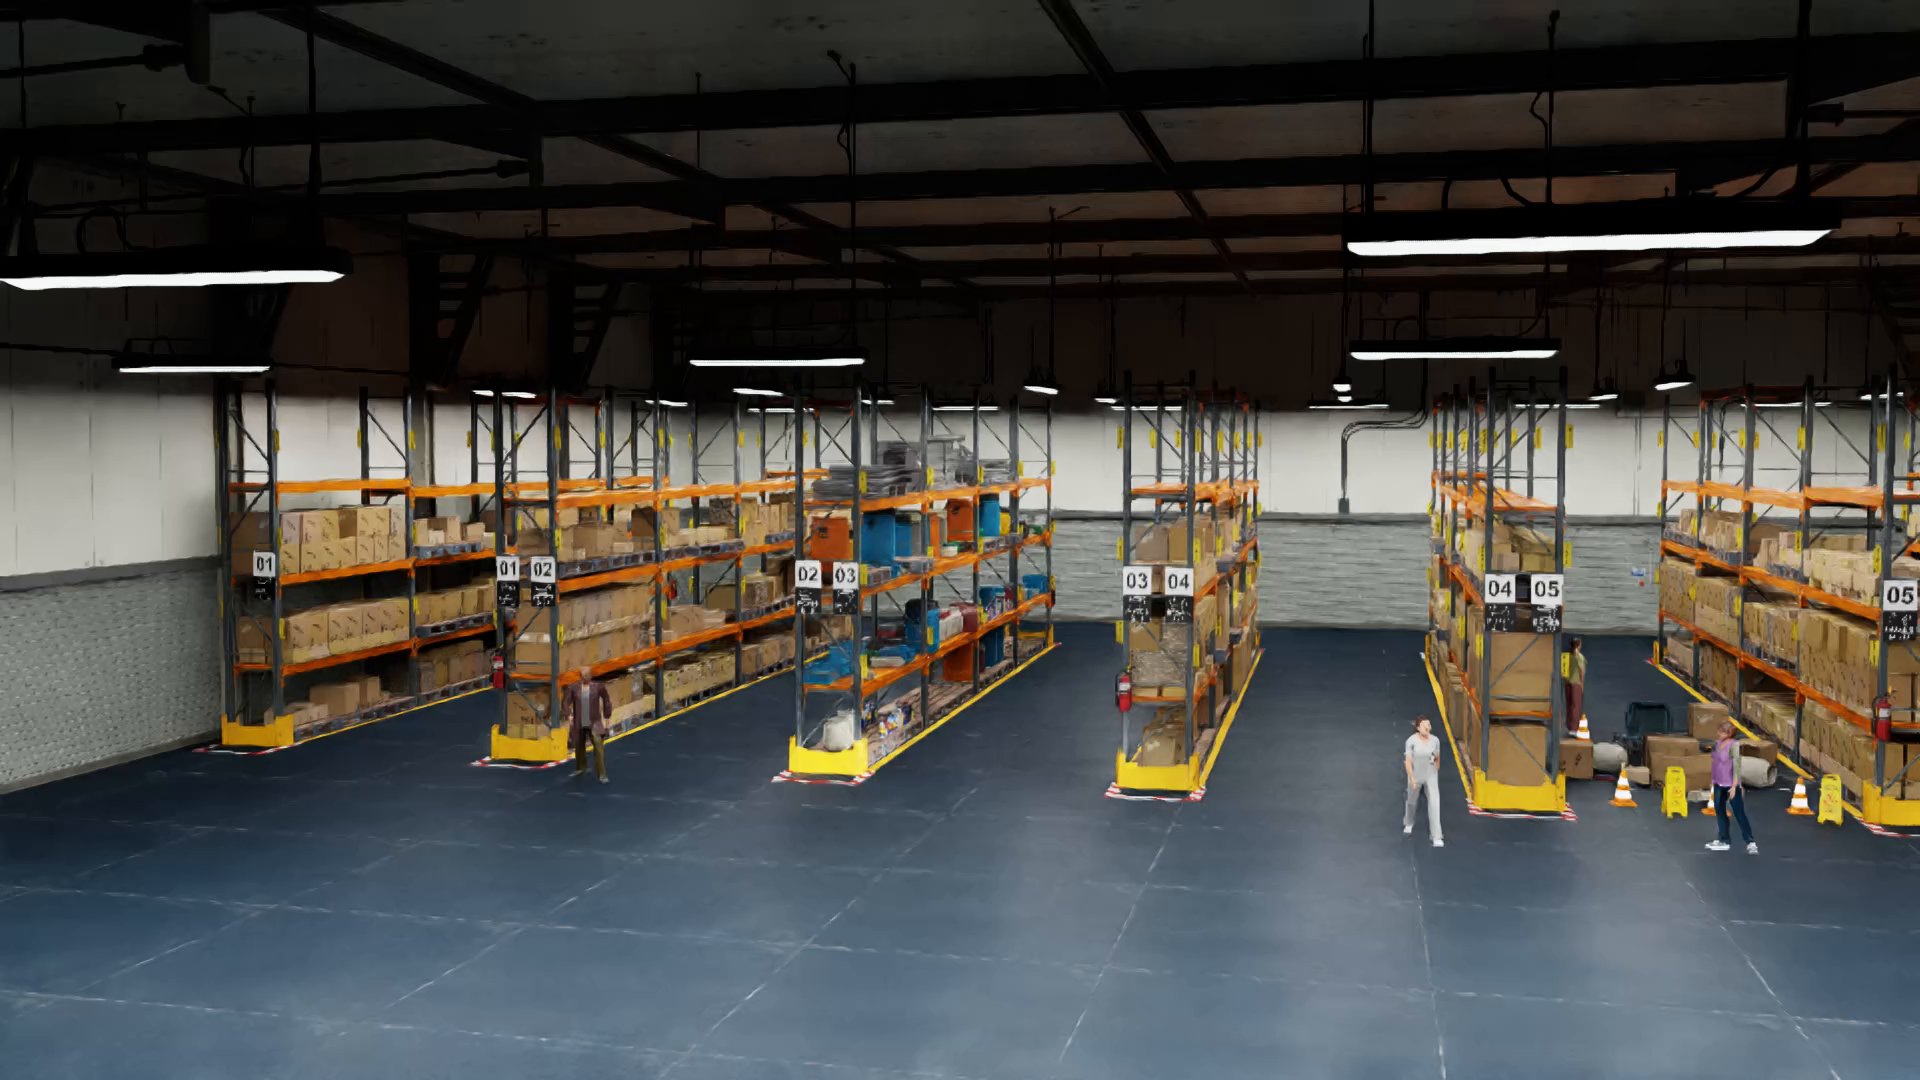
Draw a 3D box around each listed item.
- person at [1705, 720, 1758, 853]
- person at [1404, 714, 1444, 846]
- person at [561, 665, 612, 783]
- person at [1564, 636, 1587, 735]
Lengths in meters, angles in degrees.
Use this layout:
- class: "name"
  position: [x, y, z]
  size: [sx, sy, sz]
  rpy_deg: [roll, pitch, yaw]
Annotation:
- class: "person"
  position: [9.437, 2.996, 20.267]
  size: [0.456, 1.591, 0.603]
  rpy_deg: [-1, 4, -13]
- class: "person"
  position: [5.744, 2.948, 20.667]
  size: [0.466, 1.588, 1.081]
  rpy_deg: [0, 3, 4]
- class: "person"
  position: [-5.454, 2.672, 24.352]
  size: [0.723, 1.713, 0.884]
  rpy_deg: [0, 3, -3]
- class: "person"
  position: [10.485, 2.457, 28.251]
  size: [0.441, 1.675, 0.498]
  rpy_deg: [-1, 4, -17]
